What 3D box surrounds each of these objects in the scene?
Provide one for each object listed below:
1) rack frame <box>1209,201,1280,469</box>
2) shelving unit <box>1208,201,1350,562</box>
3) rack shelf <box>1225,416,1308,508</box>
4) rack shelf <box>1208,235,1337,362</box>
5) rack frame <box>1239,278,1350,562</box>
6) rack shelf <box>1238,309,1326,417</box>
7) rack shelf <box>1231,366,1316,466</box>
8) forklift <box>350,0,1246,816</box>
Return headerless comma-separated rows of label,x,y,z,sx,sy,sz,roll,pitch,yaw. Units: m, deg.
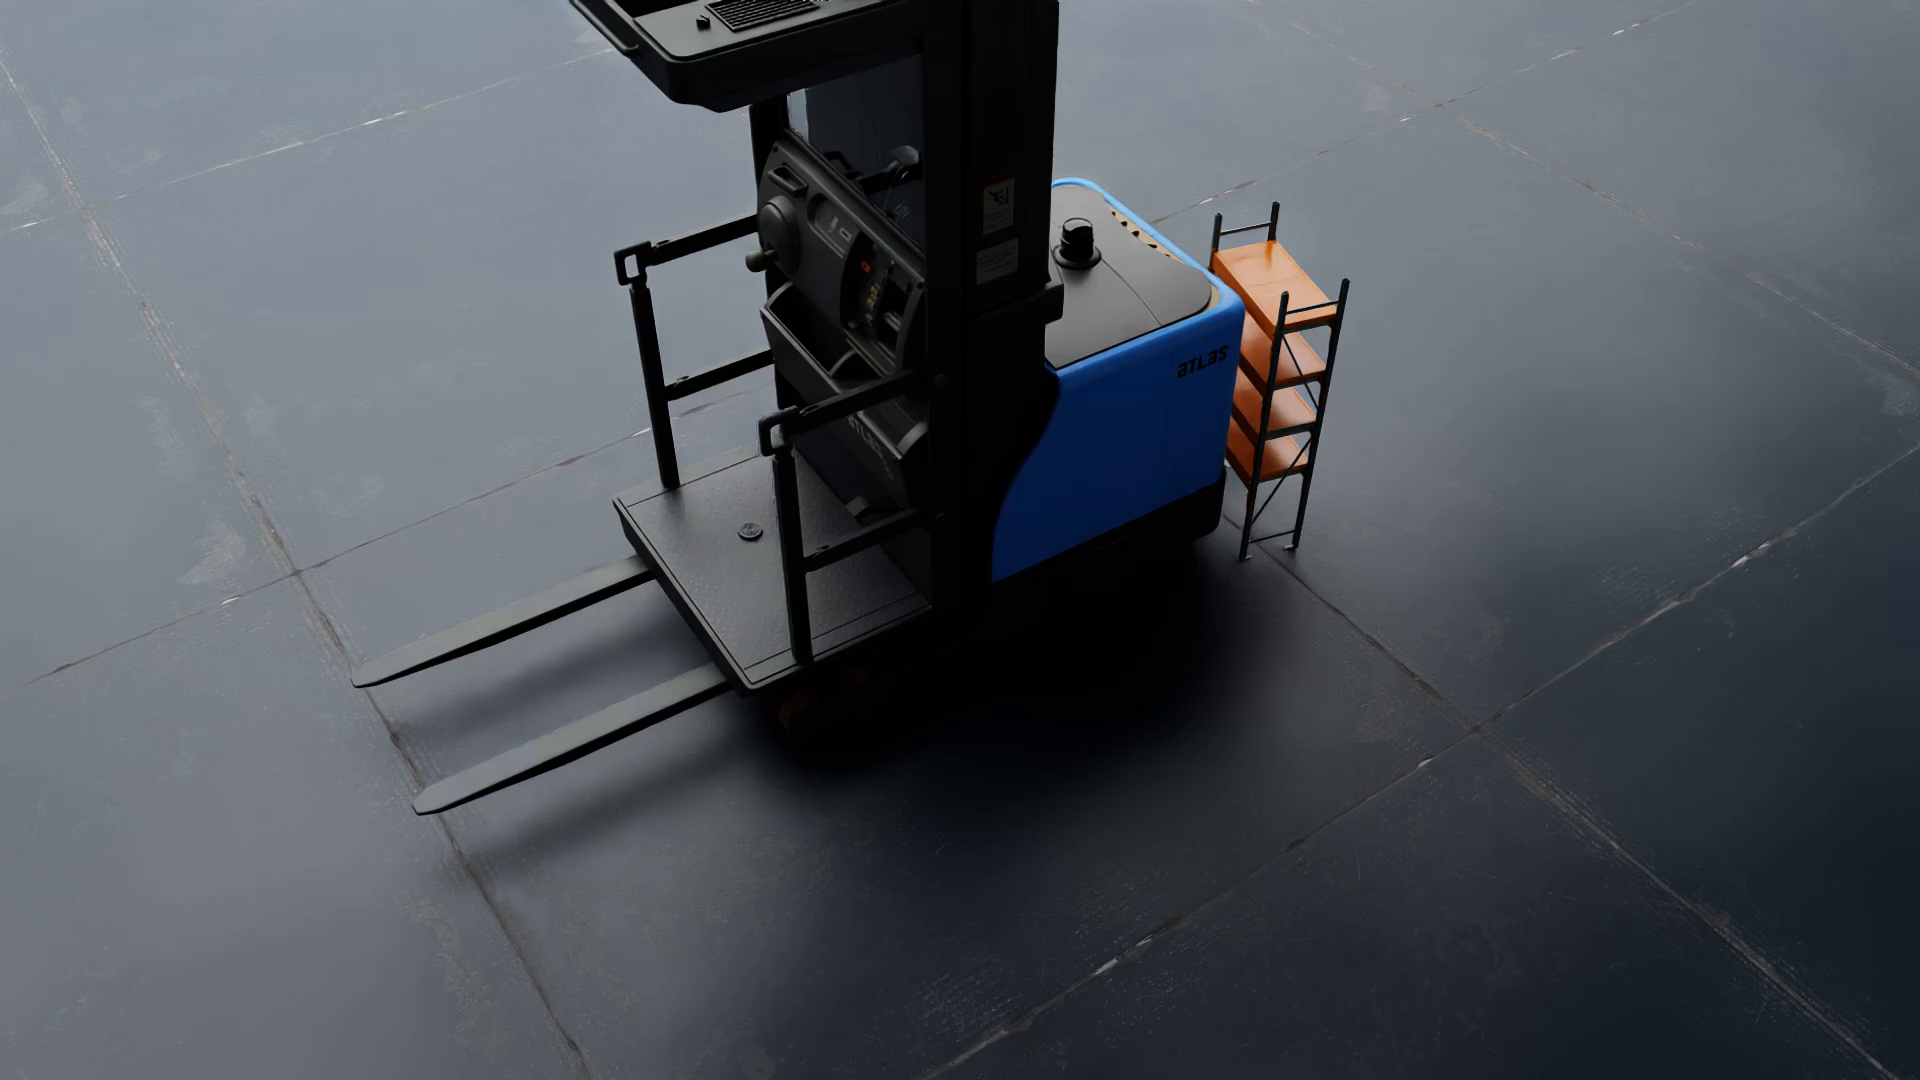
rack frame,0.988,-0.704,6.119,0.240,1.200,0.015,-14,45,-14
shelving unit,1.069,-0.545,5.952,0.258,1.200,0.503,-14,45,-14
rack shelf,1.069,-0.353,6.136,0.258,0.148,0.480,-14,45,-14
rack shelf,1.069,-0.830,5.681,0.258,0.148,0.480,-14,45,-14
rack frame,1.151,-0.387,5.786,0.240,1.200,0.015,-14,45,-14
rack shelf,1.069,-0.659,5.844,0.258,0.148,0.480,-14,45,-14
rack shelf,1.069,-0.497,5.999,0.258,0.148,0.480,-14,45,-14
forklift,-0.548,-0.816,4.982,3.031,2.935,1.130,-24,48,-23
